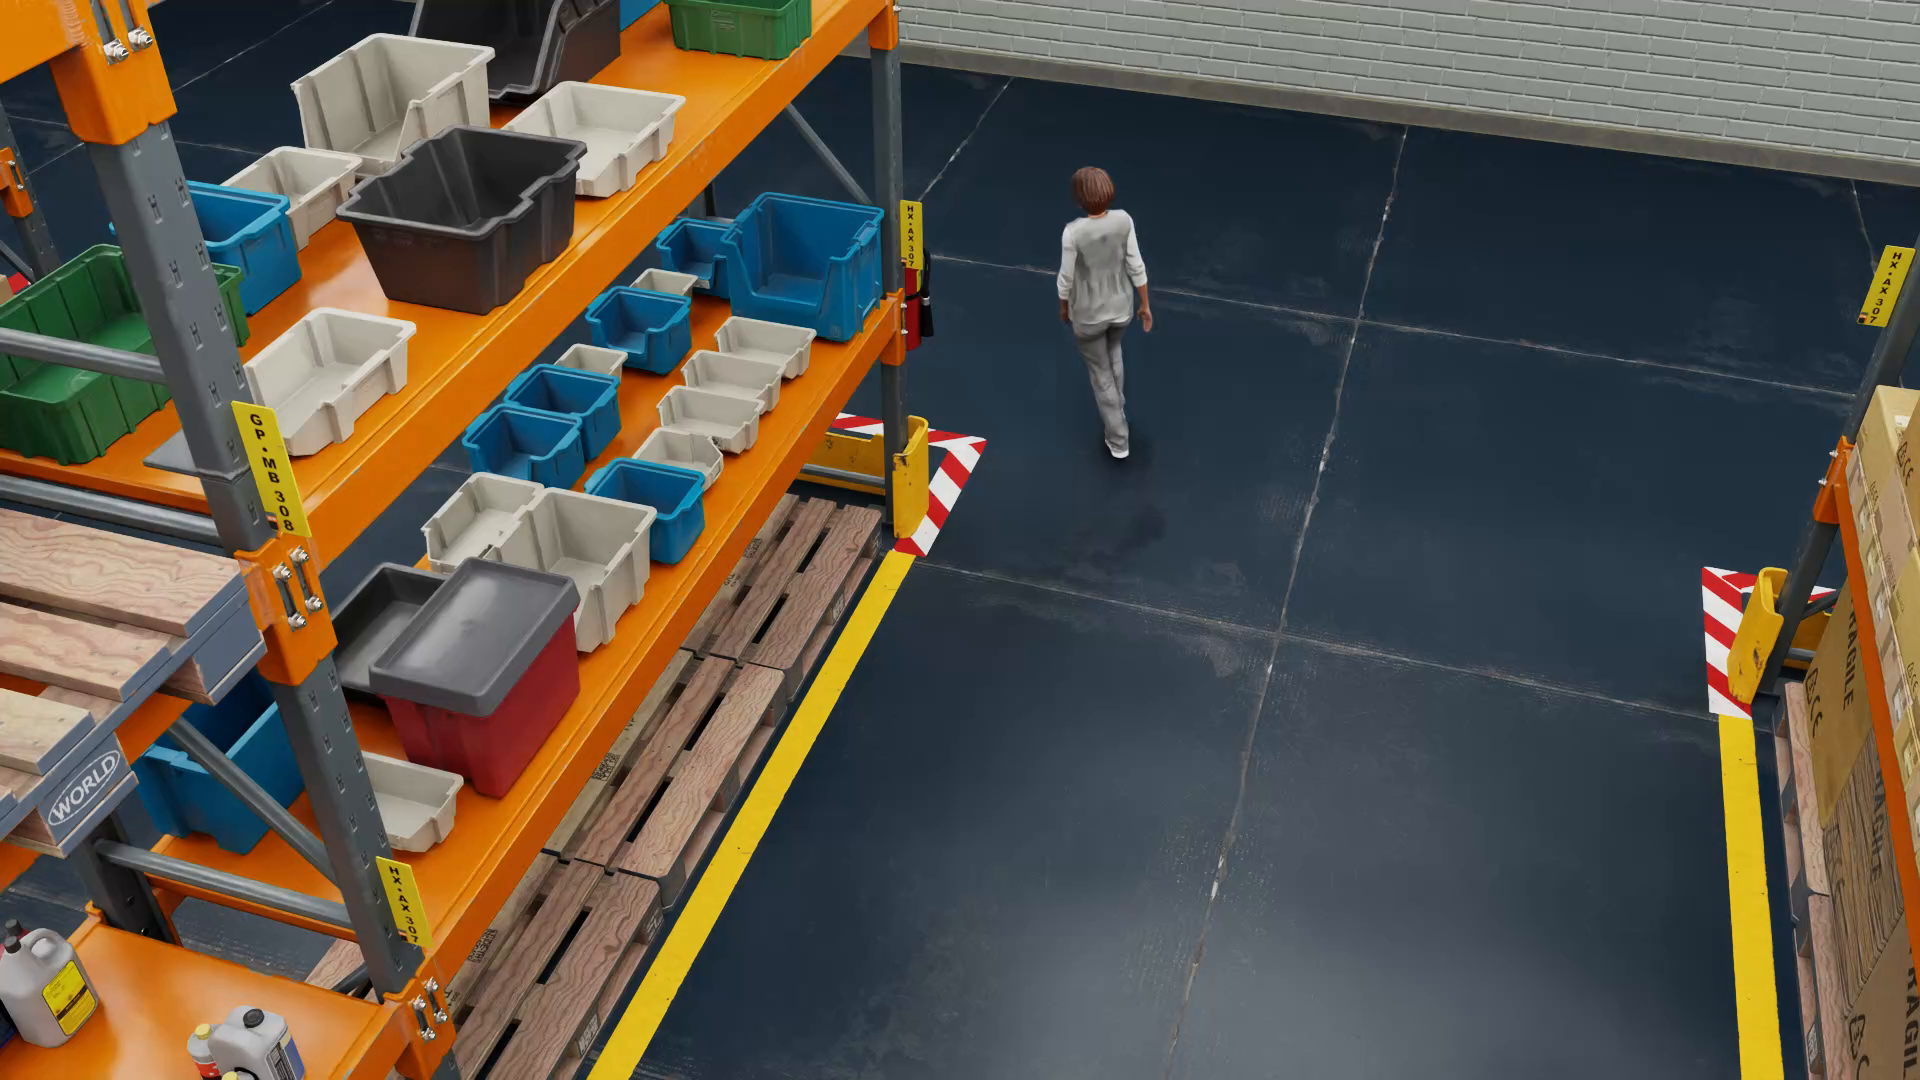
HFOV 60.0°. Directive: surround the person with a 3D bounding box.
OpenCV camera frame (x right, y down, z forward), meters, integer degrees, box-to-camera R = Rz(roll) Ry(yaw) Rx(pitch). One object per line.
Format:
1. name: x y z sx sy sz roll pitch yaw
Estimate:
1. person: 0.726 -1.132 8.400 0.509 1.633 0.538 -13 39 -16
